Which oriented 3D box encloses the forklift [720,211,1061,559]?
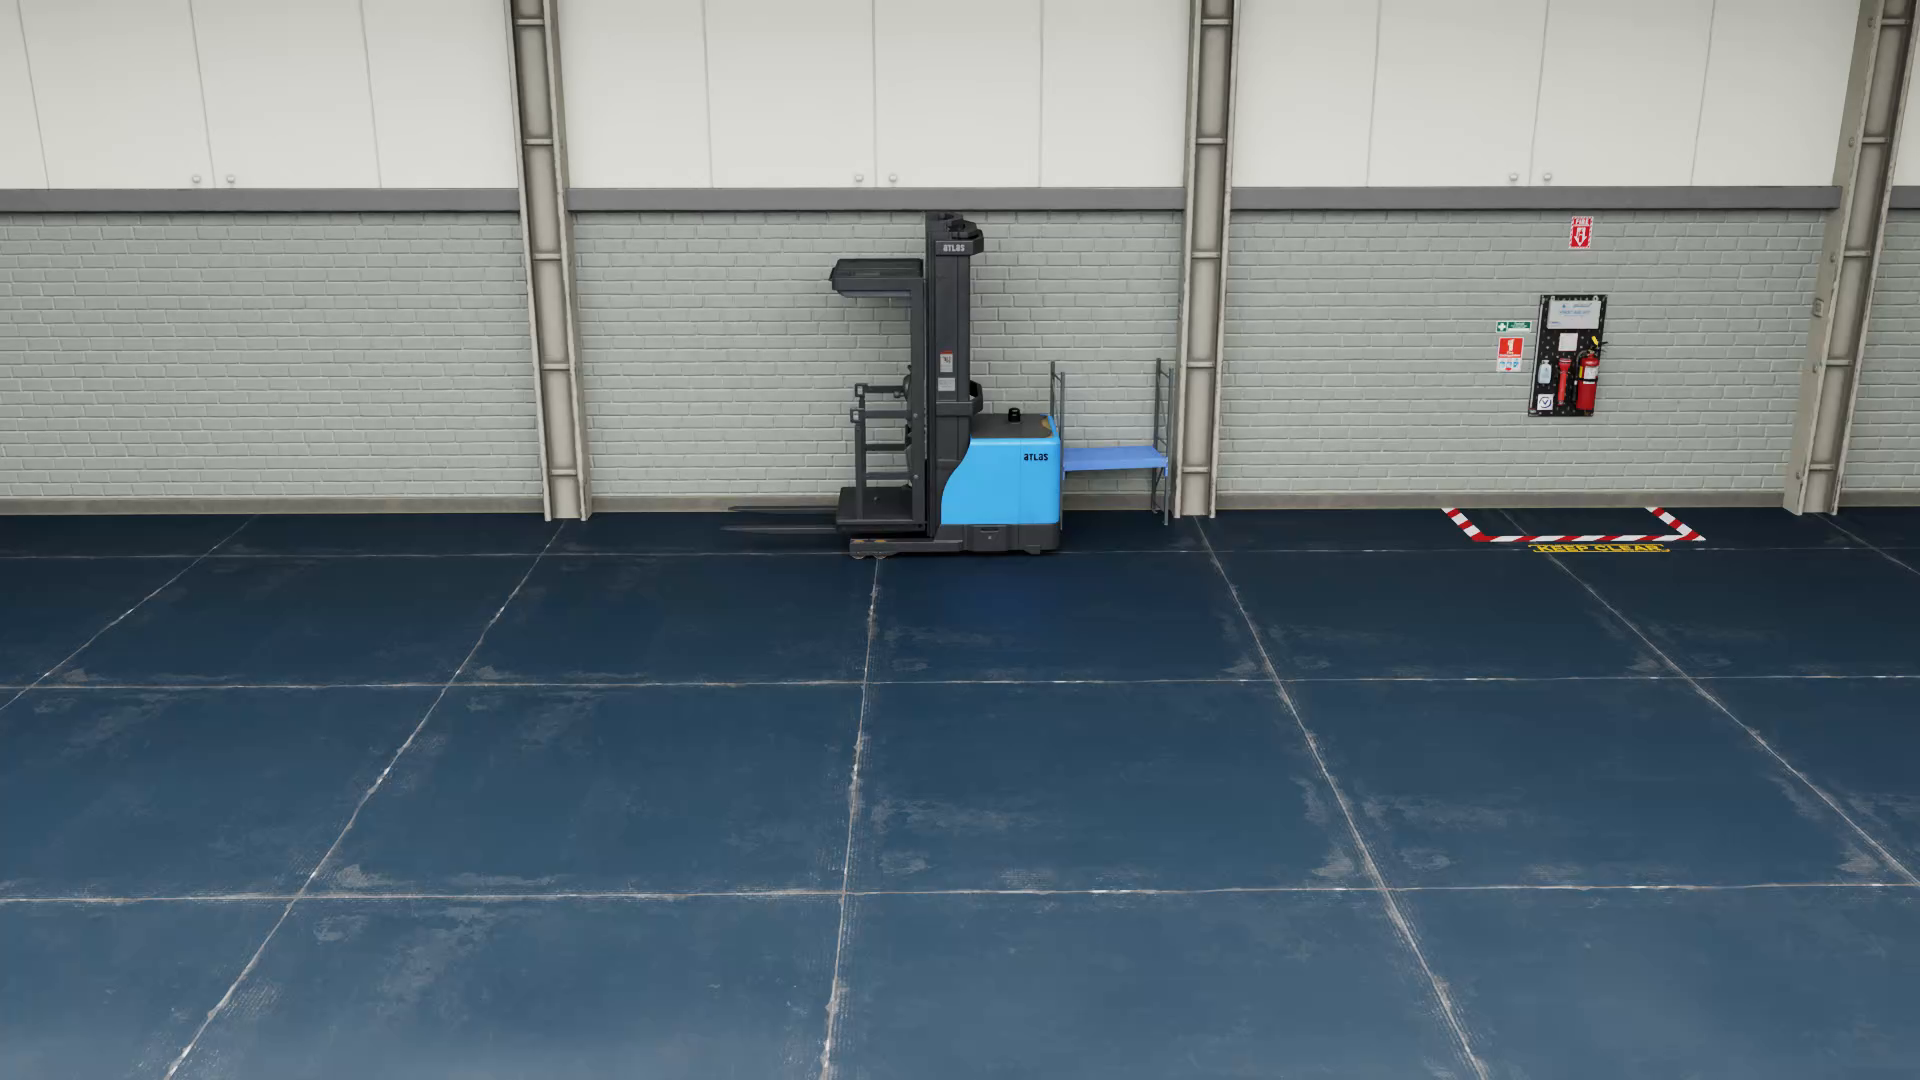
[{"bbox_3d":[-0.630,-1.392,14.790,3.031,2.935,1.130,0,18,-1],"label":"forklift"}]

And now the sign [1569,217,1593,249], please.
[{"bbox_3d":[5.763,-2.851,15.431,0.199,0.298,0.001,0,18,-1],"label":"sign"}]

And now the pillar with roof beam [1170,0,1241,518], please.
[{"bbox_3d":[2.313,-3.230,10.586,0.400,9.000,9.100,0,18,-1],"label":"pillar with roof beam"}]

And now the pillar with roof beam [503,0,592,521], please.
[{"bbox_3d":[-3.687,-3.201,10.496,0.400,9.000,9.100,0,18,-1],"label":"pillar with roof beam"}]

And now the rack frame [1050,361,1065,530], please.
[{"bbox_3d":[0.902,-0.884,15.551,0.032,1.500,0.500,-3,18,-8],"label":"rack frame"}]

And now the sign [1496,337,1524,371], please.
[{"bbox_3d":[5.218,-1.763,15.775,0.234,0.329,0.001,0,18,-1],"label":"sign"}]

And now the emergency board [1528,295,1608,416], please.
[{"bbox_3d":[5.772,-1.717,15.691,0.643,1.169,0.194,0,18,-1],"label":"emergency board"}]

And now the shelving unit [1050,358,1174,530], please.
[{"bbox_3d":[1.405,-0.907,15.623,1.048,1.500,0.538,-3,18,-8],"label":"shelving unit"}]

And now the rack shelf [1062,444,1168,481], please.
[{"bbox_3d":[1.405,-0.736,15.677,1.000,0.185,0.538,-3,18,-8],"label":"rack shelf"}]

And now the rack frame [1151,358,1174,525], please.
[{"bbox_3d":[1.908,-0.930,15.694,0.032,1.500,0.500,-3,18,-8],"label":"rack frame"}]

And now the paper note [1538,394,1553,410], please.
[{"bbox_3d":[5.594,-1.317,15.888,0.142,0.148,0.016,0,18,-1],"label":"paper note"}]

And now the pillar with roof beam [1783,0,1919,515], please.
[{"bbox_3d":[8.312,-3.259,10.677,0.400,9.000,9.100,0,18,-1],"label":"pillar with roof beam"}]

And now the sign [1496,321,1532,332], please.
[{"bbox_3d":[5.223,-2.012,15.686,0.331,0.109,0.001,0,18,-1],"label":"sign"}]
